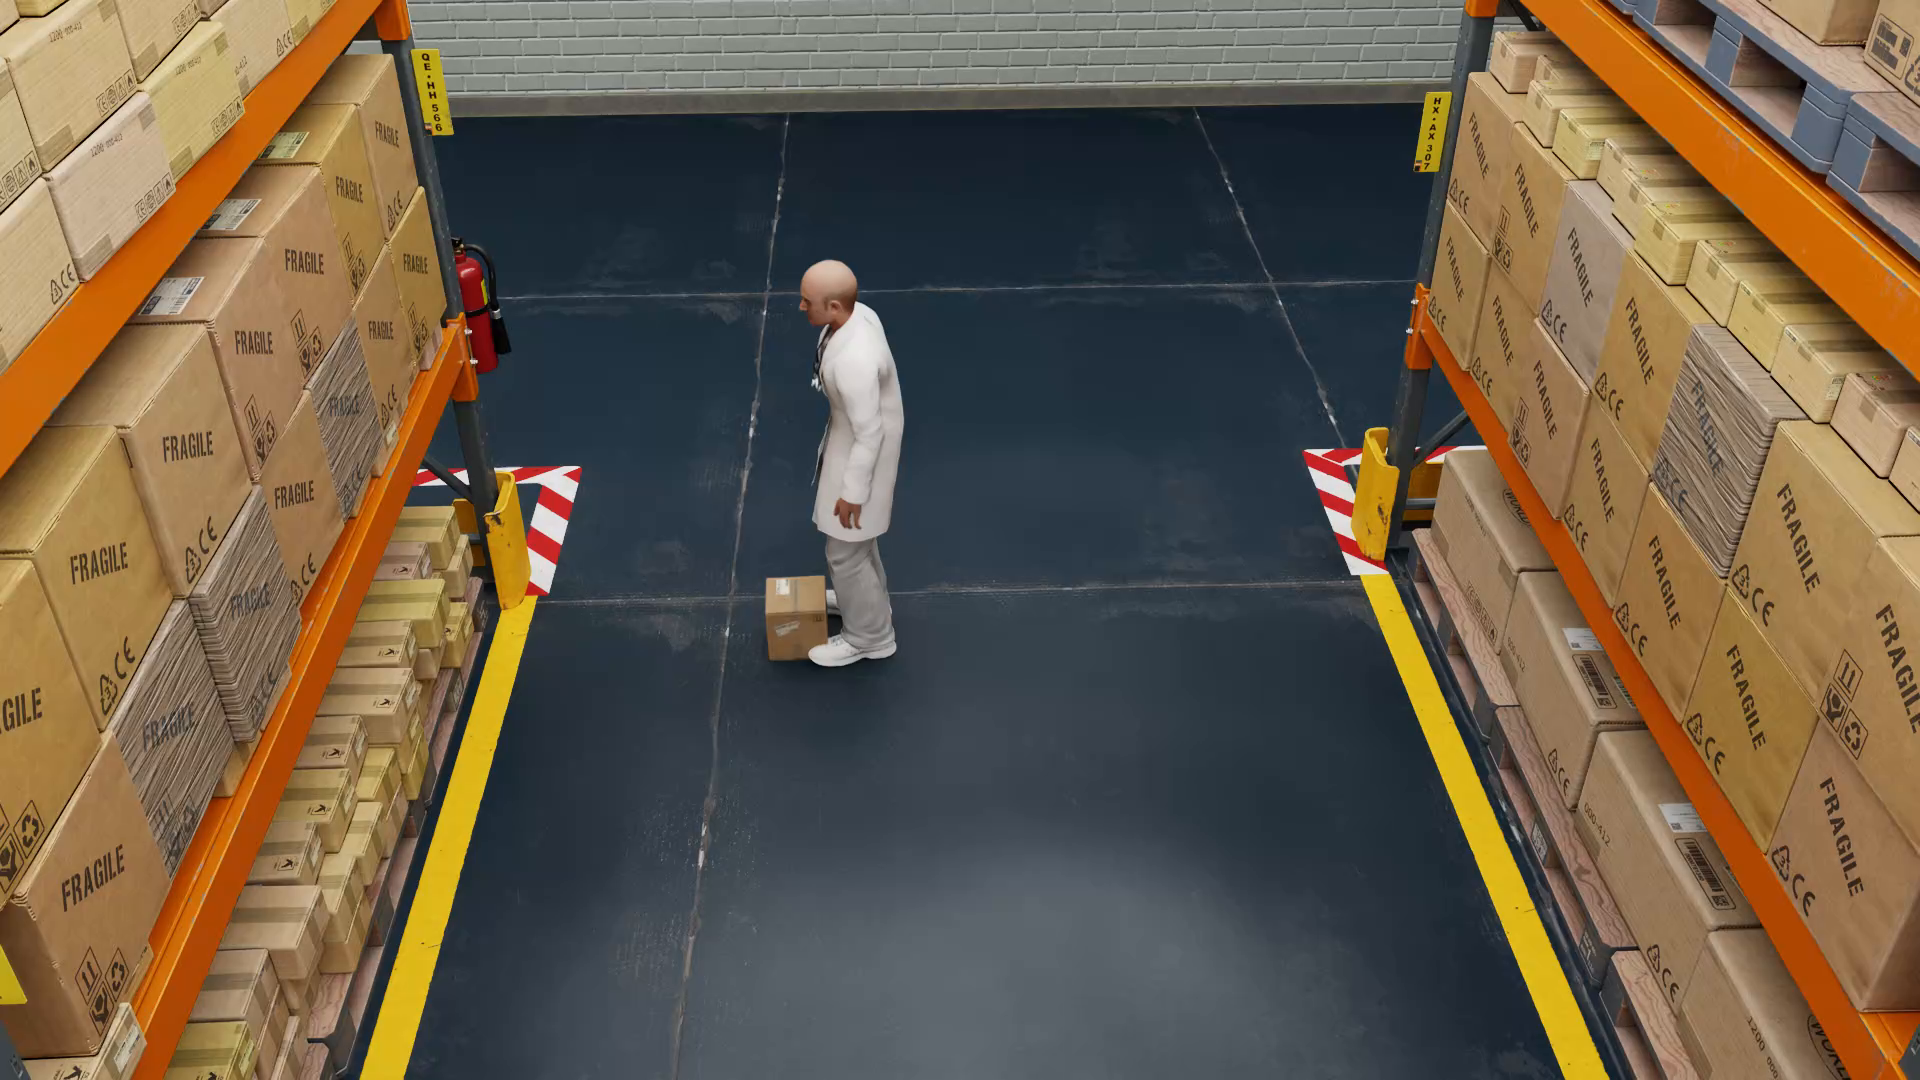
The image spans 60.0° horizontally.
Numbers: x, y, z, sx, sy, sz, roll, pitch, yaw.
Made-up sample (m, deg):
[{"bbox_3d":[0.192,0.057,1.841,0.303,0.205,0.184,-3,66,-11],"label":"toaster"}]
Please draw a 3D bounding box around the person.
[{"bbox_3d":[-5.982,3.380,1.292,12.752,1.772,12.393,-3,35,-5],"label":"person"}]
